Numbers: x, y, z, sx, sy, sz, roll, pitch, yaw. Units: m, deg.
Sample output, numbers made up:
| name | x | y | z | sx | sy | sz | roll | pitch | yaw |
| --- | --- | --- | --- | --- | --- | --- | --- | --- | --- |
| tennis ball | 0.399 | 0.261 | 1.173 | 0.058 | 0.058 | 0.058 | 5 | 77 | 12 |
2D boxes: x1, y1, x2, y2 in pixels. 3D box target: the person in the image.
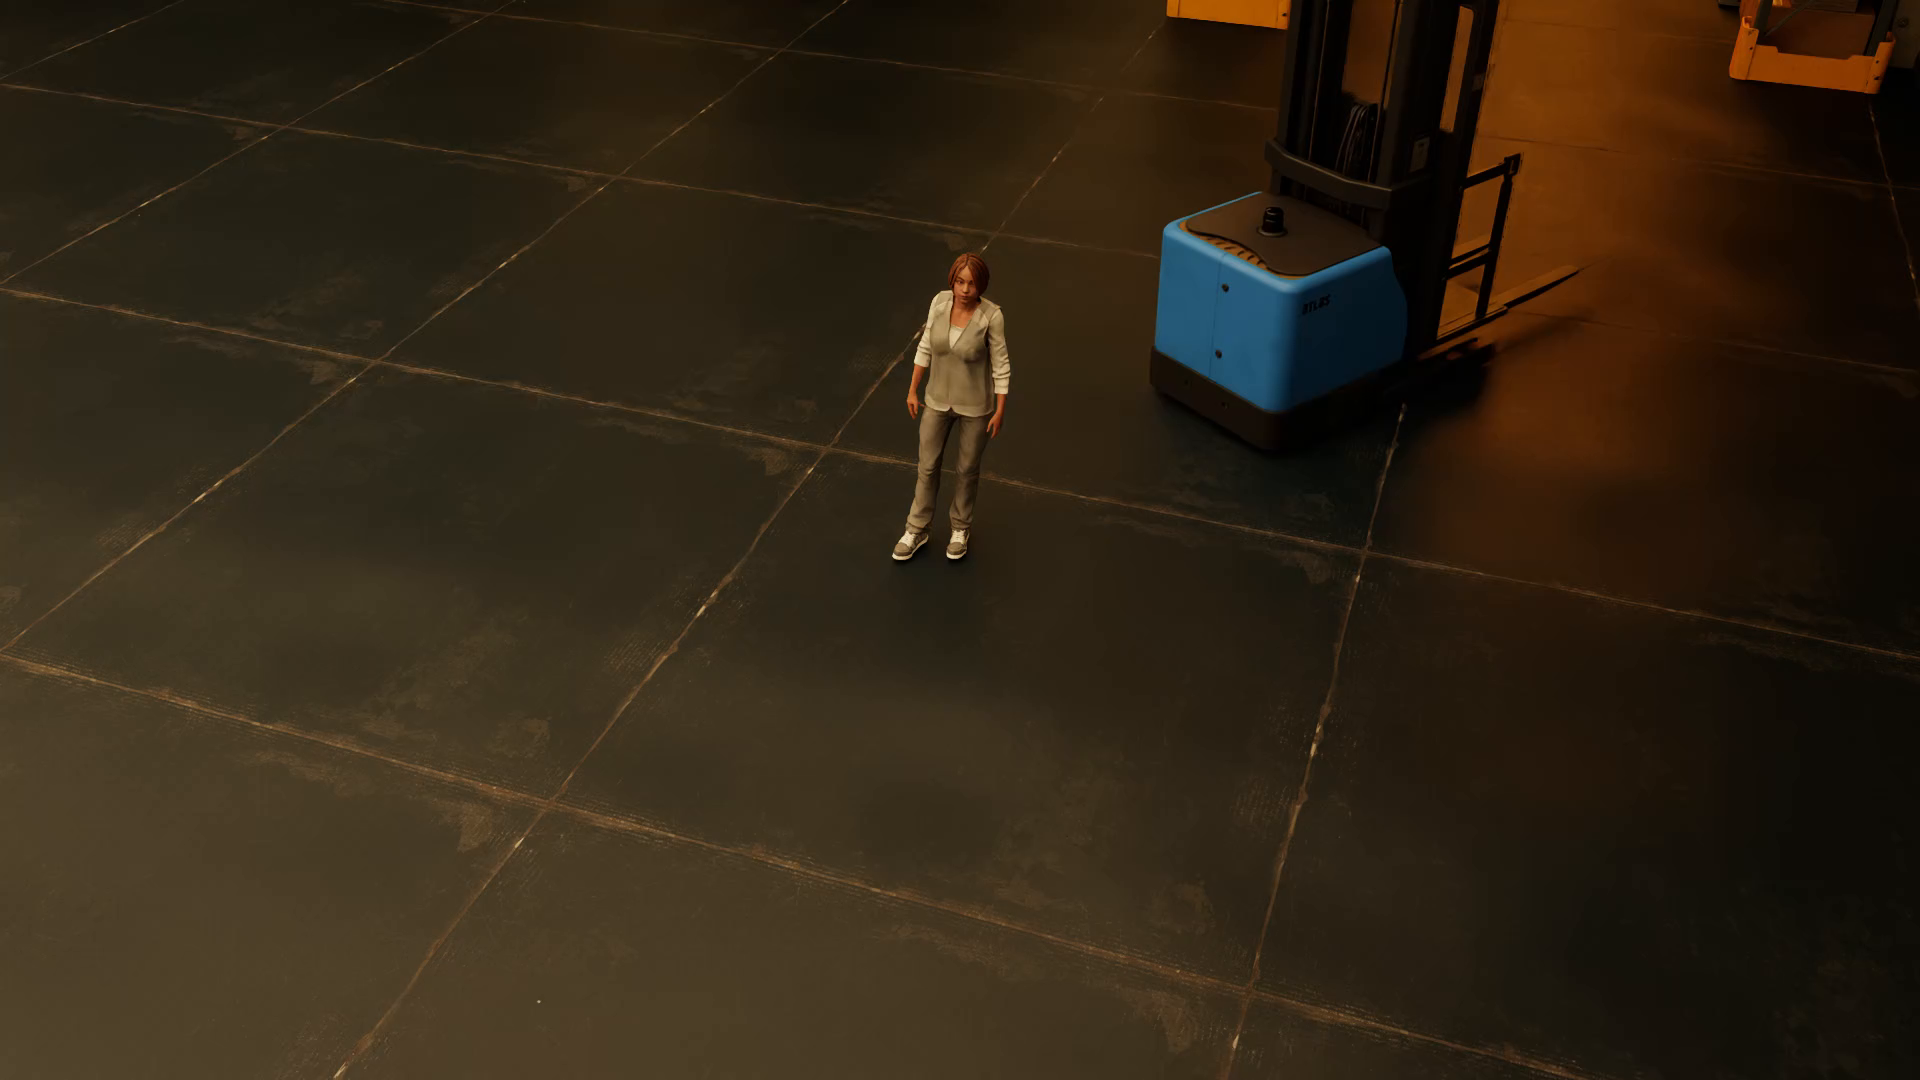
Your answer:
| name | x | y | z | sx | sy | sz | roll | pitch | yaw |
| --- | --- | --- | --- | --- | --- | --- | --- | --- | --- |
| person | -0.038 | -0.616 | 8.127 | 0.521 | 1.592 | 0.473 | 12 | 37 | 16 |

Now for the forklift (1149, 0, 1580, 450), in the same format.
| name | x | y | z | sx | sy | sz | roll | pitch | yaw |
| --- | --- | --- | --- | --- | --- | --- | --- | --- | --- |
| forklift | 2.596 | -2.382 | 9.470 | 3.031 | 2.935 | 1.130 | -24 | 42 | -30 |
